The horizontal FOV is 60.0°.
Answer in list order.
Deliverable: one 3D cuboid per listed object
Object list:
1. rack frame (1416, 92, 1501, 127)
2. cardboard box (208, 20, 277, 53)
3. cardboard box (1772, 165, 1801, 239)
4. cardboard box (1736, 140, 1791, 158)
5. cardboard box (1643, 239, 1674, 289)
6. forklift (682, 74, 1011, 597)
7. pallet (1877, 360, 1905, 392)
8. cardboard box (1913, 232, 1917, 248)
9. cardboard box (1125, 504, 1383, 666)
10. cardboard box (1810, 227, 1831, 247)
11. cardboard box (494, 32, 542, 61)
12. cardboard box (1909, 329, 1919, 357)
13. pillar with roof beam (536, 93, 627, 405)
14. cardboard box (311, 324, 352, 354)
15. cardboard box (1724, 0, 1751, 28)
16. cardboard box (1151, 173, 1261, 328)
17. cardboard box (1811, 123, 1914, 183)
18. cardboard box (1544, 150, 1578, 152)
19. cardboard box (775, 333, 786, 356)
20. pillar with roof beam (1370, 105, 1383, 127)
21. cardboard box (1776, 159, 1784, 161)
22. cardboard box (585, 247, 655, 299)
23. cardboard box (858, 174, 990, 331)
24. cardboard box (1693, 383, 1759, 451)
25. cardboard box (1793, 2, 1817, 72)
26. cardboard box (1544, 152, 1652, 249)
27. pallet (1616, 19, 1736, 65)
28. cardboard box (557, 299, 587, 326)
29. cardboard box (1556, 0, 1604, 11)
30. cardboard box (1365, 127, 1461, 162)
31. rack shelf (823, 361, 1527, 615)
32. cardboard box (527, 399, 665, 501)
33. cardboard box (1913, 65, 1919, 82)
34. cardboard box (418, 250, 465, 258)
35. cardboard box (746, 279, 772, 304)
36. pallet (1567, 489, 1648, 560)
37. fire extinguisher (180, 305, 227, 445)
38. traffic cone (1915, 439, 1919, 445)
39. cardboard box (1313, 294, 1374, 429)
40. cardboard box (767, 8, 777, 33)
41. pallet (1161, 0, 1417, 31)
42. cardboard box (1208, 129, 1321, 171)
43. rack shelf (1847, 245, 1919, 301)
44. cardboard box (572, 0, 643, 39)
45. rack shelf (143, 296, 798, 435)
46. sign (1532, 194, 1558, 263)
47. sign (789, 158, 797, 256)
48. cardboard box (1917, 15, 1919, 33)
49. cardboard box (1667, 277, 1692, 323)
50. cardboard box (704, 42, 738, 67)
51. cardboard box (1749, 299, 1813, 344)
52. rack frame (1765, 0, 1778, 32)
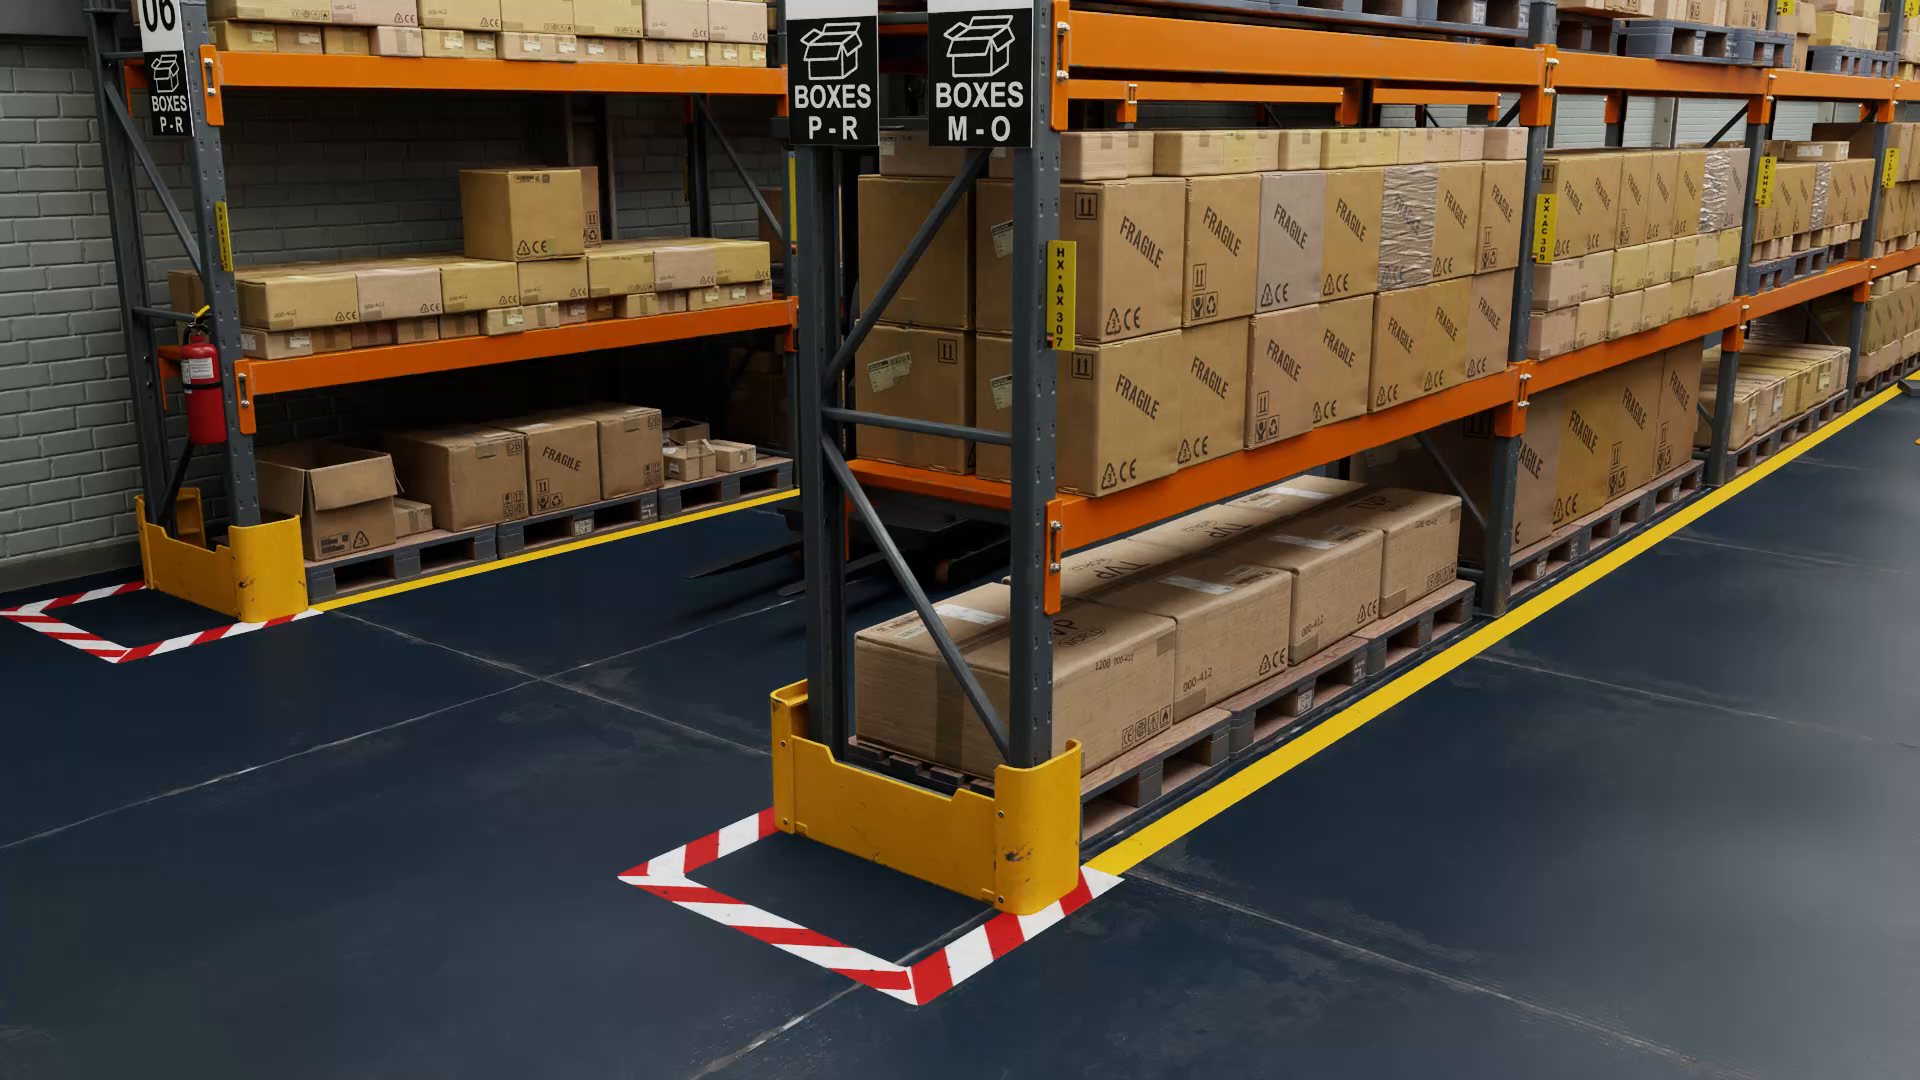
[{"bbox_3d":[6.069,-4.196,20.547,1.000,3.000,0.127,11,18,38],"label":"rack frame"},{"bbox_3d":[-3.605,-2.489,8.246,0.380,0.149,0.250,12,18,39],"label":"cardboard box"},{"bbox_3d":[5.689,-2.444,11.991,0.500,0.500,0.500,12,19,40],"label":"cardboard box"},{"bbox_3d":[6.848,-3.338,14.191,0.380,0.149,0.250,11,18,37],"label":"cardboard box"},{"bbox_3d":[3.846,-1.634,9.754,0.500,0.250,0.500,11,18,36],"label":"cardboard box"},{"bbox_3d":[-0.333,-1.290,9.249,1.130,2.935,3.031,9,17,31],"label":"forklift"},{"bbox_3d":[8.580,-1.680,16.306,1.003,0.211,1.213,11,18,38],"label":"pallet"},{"bbox_3d":[8.814,-2.847,15.750,0.380,0.149,0.250,11,18,37],"label":"cardboard box"},{"bbox_3d":[1.350,0.183,7.661,0.875,0.438,0.875,11,18,36],"label":"cardboard box"},{"bbox_3d":[6.657,-2.410,13.174,0.380,0.149,0.250,11,18,37],"label":"cardboard box"},{"bbox_3d":[-2.566,-2.767,9.343,0.380,0.149,0.250,11,18,38],"label":"cardboard box"},{"bbox_3d":[9.302,-2.005,16.654,0.500,0.250,0.500,11,18,38],"label":"cardboard box"},{"bbox_3d":[0.737,-4.145,8.164,9.100,9.000,0.400,11,18,38],"label":"pillar with roof beam"},{"bbox_3d":[-3.443,-1.086,8.817,0.380,0.149,0.250,12,18,39],"label":"cardboard box"},{"bbox_3d":[4.430,-3.383,10.200,0.700,0.500,0.500,10,17,35],"label":"cardboard box"},{"bbox_3d":[0.719,-1.045,5.912,0.500,0.500,0.500,11,18,36],"label":"cardboard box"},{"bbox_3d":[7.864,-3.390,14.539,0.700,0.500,0.500,11,18,37],"label":"cardboard box"},{"bbox_3d":[3.443,-2.084,9.999,0.500,0.500,0.500,12,18,38],"label":"cardboard box"},{"bbox_3d":[-1.087,-1.385,11.786,0.380,0.149,0.250,11,18,37],"label":"cardboard box"},{"bbox_3d":[8.279,-6.443,17.211,9.100,9.000,0.400,11,18,38],"label":"pillar with roof beam"},{"bbox_3d":[6.586,-2.917,13.854,0.500,0.500,0.500,11,18,38],"label":"cardboard box"},{"bbox_3d":[-2.230,-1.642,10.196,0.500,0.250,0.500,11,18,37],"label":"cardboard box"},{"bbox_3d":[-0.006,-1.027,5.838,0.500,0.500,0.500,12,19,39],"label":"cardboard box"},{"bbox_3d":[5.267,-0.933,12.187,0.950,0.372,0.625,10,17,34],"label":"cardboard box"},{"bbox_3d":[5.841,-3.697,12.281,0.797,0.503,0.637,11,18,38],"label":"cardboard box"},{"bbox_3d":[3.506,-1.901,9.278,0.500,0.500,0.500,11,18,36],"label":"cardboard box"},{"bbox_3d":[3.841,-2.913,9.787,1.003,0.211,1.213,12,19,40],"label":"pallet"},{"bbox_3d":[-2.460,-1.383,9.985,0.380,0.149,0.250,11,18,37],"label":"cardboard box"},{"bbox_3d":[2.977,-2.764,8.240,0.396,0.266,0.258,11,18,37],"label":"cardboard box"},{"bbox_3d":[2.030,-1.790,7.524,0.380,0.149,0.250,11,18,38],"label":"cardboard box"},{"bbox_3d":[1.133,-0.399,7.061,1.077,0.370,4.000,11,18,38],"label":"rack shelf"},{"bbox_3d":[-2.309,-0.583,10.548,0.700,0.500,0.500,10,18,35],"label":"cardboard box"},{"bbox_3d":[8.448,-4.214,15.035,0.380,0.149,0.250,11,18,36],"label":"cardboard box"},{"bbox_3d":[-2.935,-1.625,10.128,0.500,0.250,0.500,11,18,37],"label":"cardboard box"},{"bbox_3d":[-1.477,-1.676,11.138,0.380,0.149,0.250,12,18,38],"label":"cardboard box"},{"bbox_3d":[3.583,-0.173,10.375,1.003,0.211,1.213,11,18,38],"label":"pallet"},{"bbox_3d":[-3.720,-0.814,8.149,0.296,0.674,0.183,11,18,38],"label":"fire extinguisher"},{"bbox_3d":[7.728,-0.979,13.036,0.336,0.463,0.334,11,18,38],"label":"traffic cone"},{"bbox_3d":[1.333,-0.755,6.798,0.500,0.500,0.500,12,19,39],"label":"cardboard box"},{"bbox_3d":[-1.336,-3.551,11.369,0.380,0.149,0.250,11,18,37],"label":"cardboard box"},{"bbox_3d":[1.101,-2.154,6.596,1.003,0.211,1.213,11,18,38],"label":"pallet"},{"bbox_3d":[1.142,-1.483,6.318,0.380,0.149,0.250,11,18,38],"label":"cardboard box"},{"bbox_3d":[8.676,-2.697,16.107,1.077,0.370,4.000,11,18,38],"label":"rack shelf"},{"bbox_3d":[-2.230,-3.094,9.820,0.500,0.250,0.500,12,18,39],"label":"cardboard box"},{"bbox_3d":[-2.730,-1.166,10.082,1.077,0.370,4.000,11,18,38],"label":"rack shelf"},{"bbox_3d":[2.823,-1.503,8.027,0.100,0.325,0.005,11,18,38],"label":"sign"},{"bbox_3d":[-0.537,-1.127,5.634,0.100,0.325,0.005,11,18,38],"label":"sign"},{"bbox_3d":[8.184,-4.494,14.521,0.380,0.149,0.250,11,18,36],"label":"cardboard box"},{"bbox_3d":[4.151,-1.492,10.210,0.500,0.250,0.500,11,18,37],"label":"cardboard box"},{"bbox_3d":[-1.625,-3.069,10.529,0.380,0.149,0.250,11,18,37],"label":"cardboard box"},{"bbox_3d":[7.582,-2.052,15.315,0.500,0.500,0.500,11,18,37],"label":"cardboard box"},{"bbox_3d":[4.905,-4.804,10.757,1.000,3.000,0.127,11,18,38],"label":"rack frame"}]
